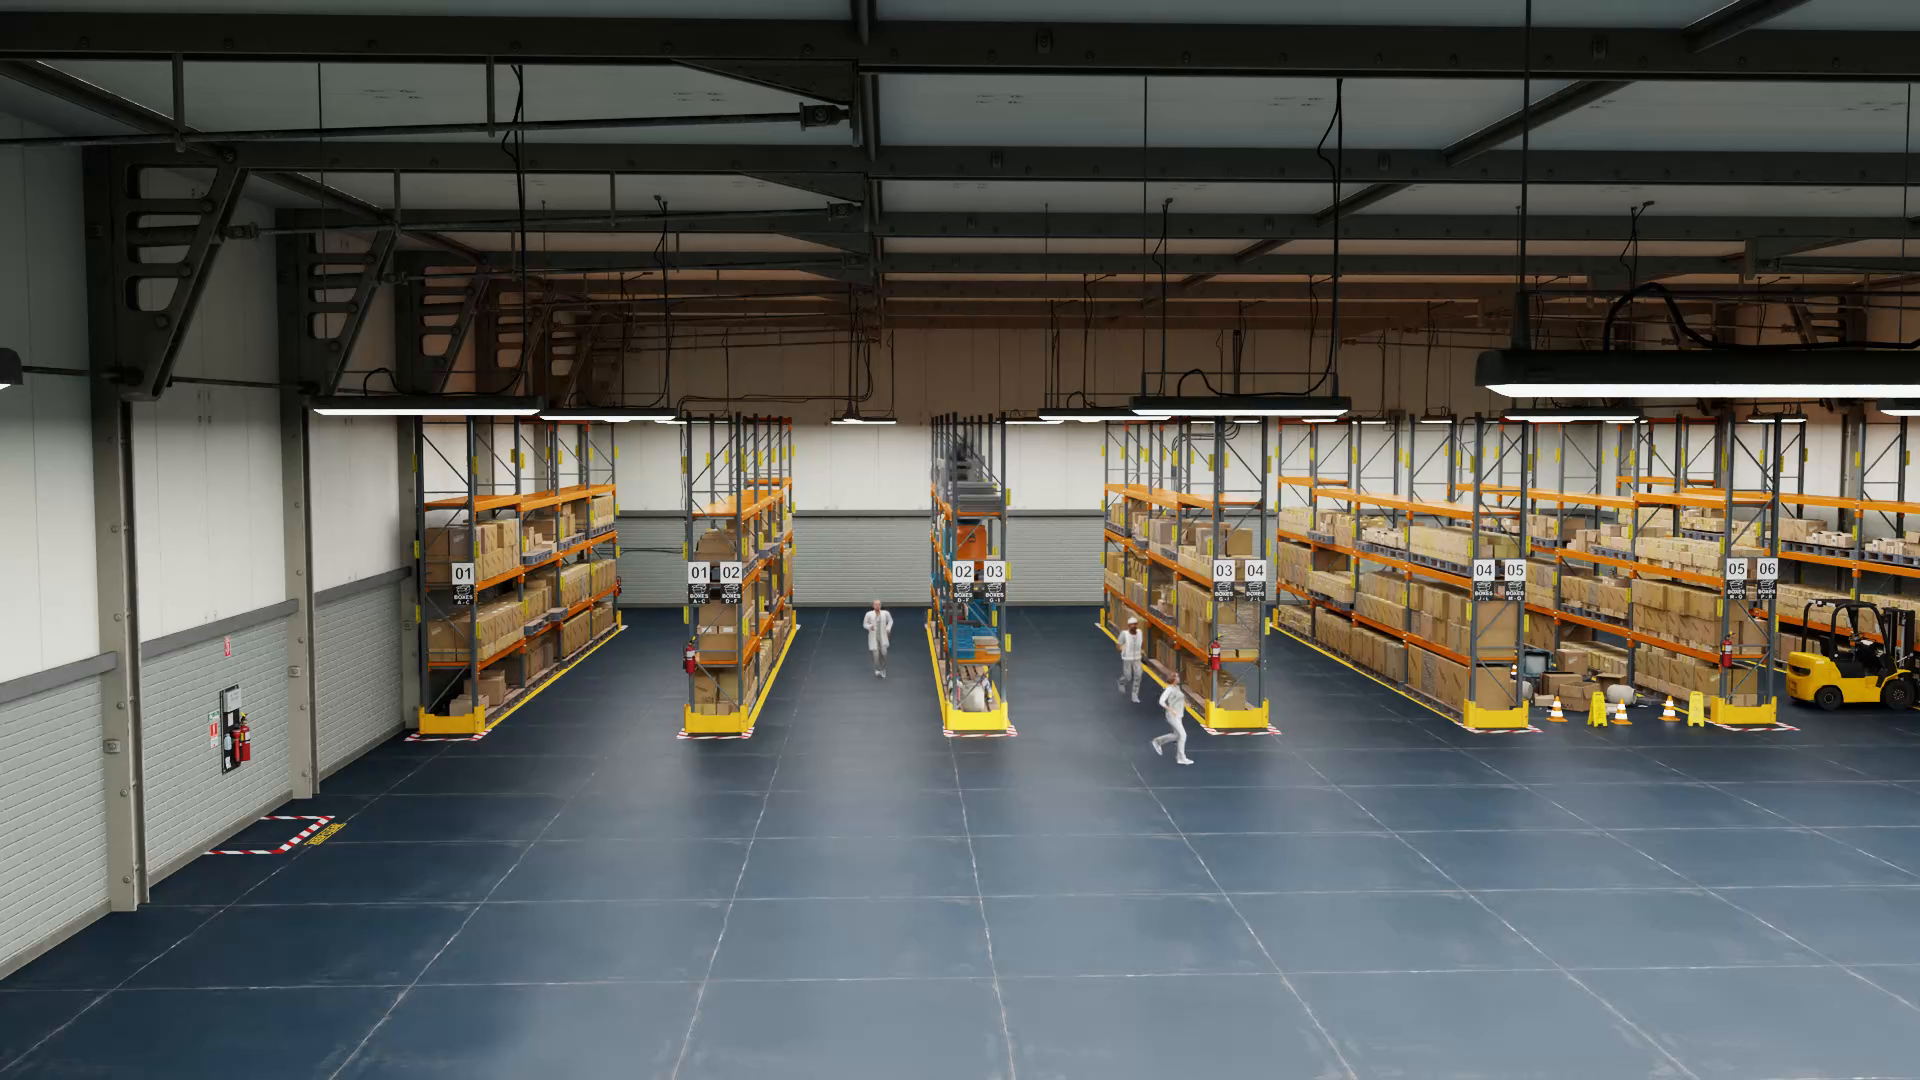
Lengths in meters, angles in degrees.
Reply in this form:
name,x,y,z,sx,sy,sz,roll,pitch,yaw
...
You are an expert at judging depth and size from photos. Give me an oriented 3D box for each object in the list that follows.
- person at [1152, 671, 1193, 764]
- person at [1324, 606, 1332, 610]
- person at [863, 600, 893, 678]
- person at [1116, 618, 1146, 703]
name,x,y,z,sx,sy,sz,roll,pitch,yaw
person,3.607,3.012,28.289,0.767,1.564,0.547,2,4,28
person,10.761,1.582,48.242,0.712,1.718,0.767,-3,5,-40
person,-1.861,2.267,37.940,0.681,1.796,0.775,0,4,-5
person,3.574,2.480,34.779,0.671,1.753,0.857,-1,4,-15
